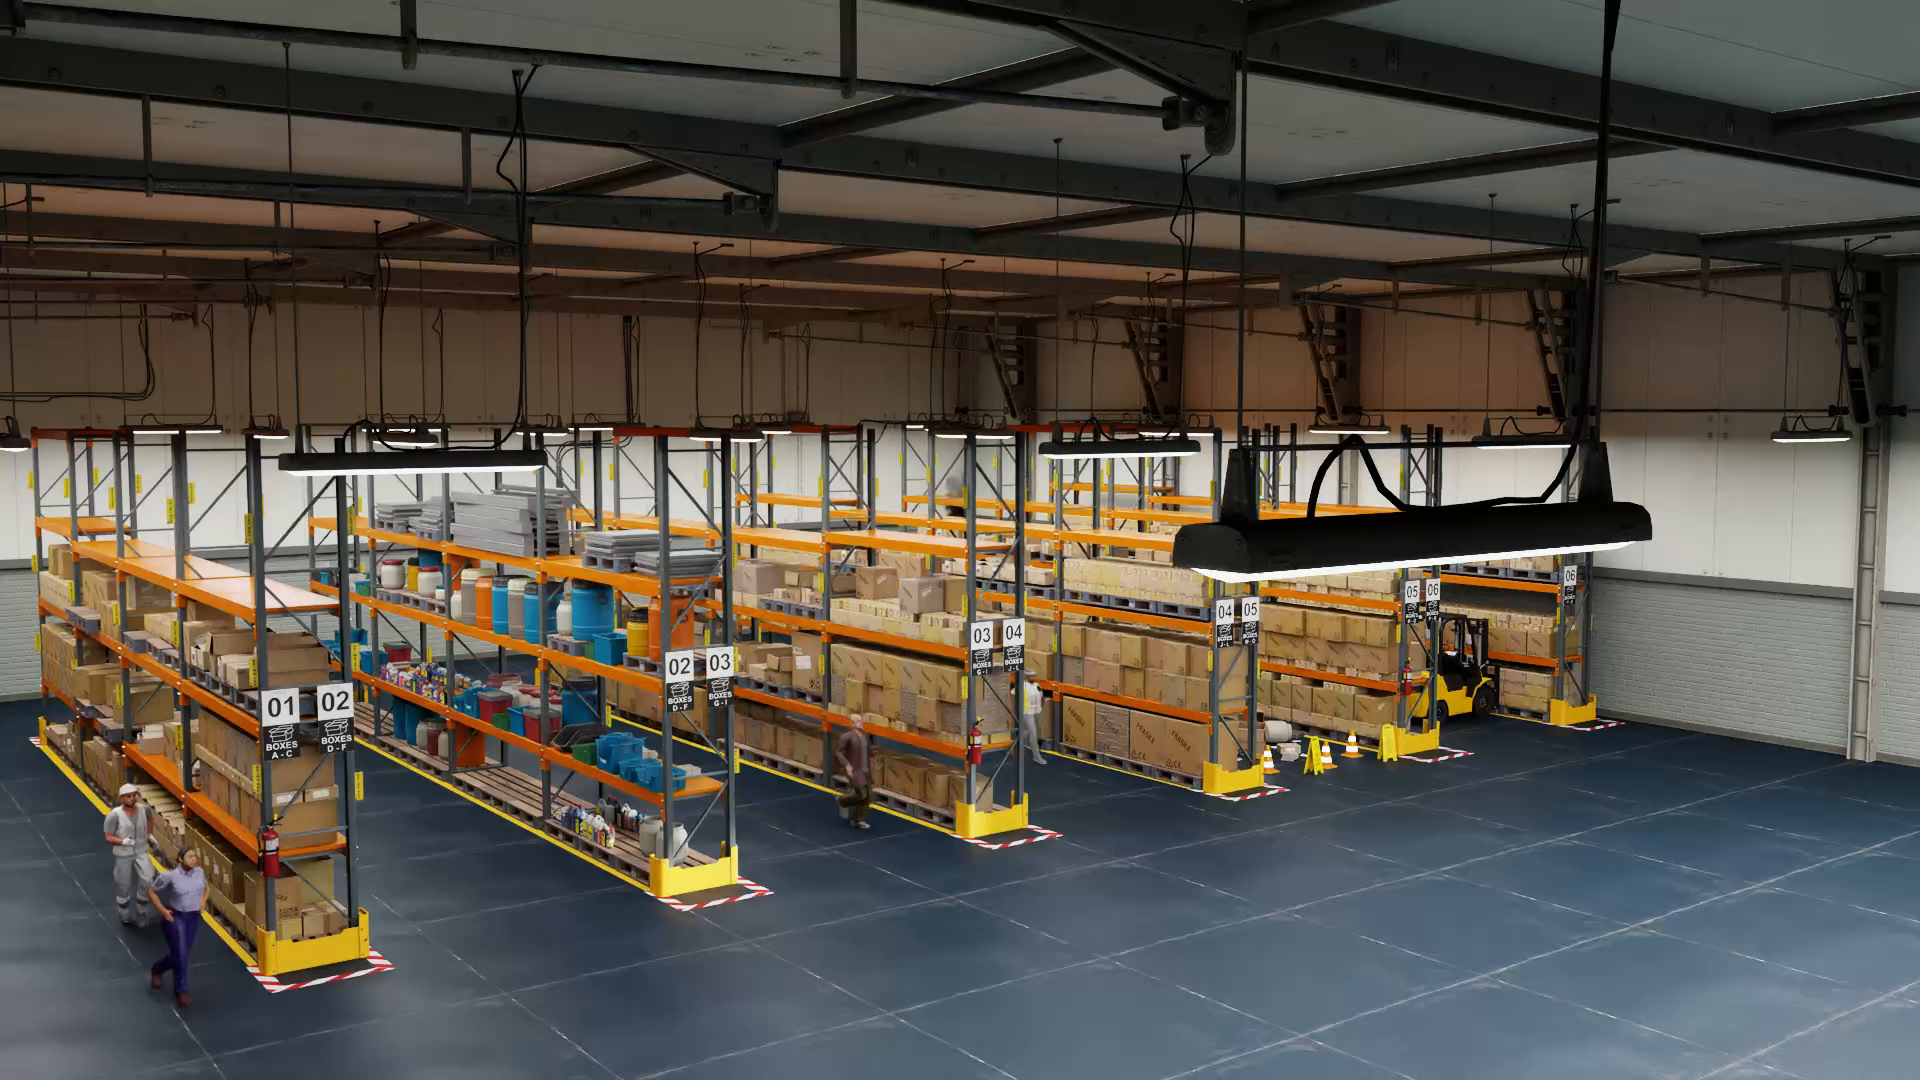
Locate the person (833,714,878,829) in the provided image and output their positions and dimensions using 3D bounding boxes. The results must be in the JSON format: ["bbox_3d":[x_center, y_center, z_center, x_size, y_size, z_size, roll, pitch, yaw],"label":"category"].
[{"bbox_3d":[-1.563,3.494,25.187,0.637,1.733,0.710,4,6,40],"label":"person"}]

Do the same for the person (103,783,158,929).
[{"bbox_3d":[-10.073,3.849,20.256,0.643,1.796,0.805,-4,6,-41],"label":"person"}]

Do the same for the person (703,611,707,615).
[{"bbox_3d":[-5.979,2.462,38.959,0.621,1.633,0.710,-3,5,-31],"label":"person"}]

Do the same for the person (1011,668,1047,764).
[{"bbox_3d":[1.272,3.120,29.871,0.575,1.684,0.921,-4,6,-40],"label":"person"}]

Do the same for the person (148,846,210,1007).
[{"bbox_3d":[-8.418,4.116,18.025,0.856,1.622,0.641,3,5,30],"label":"person"}]
